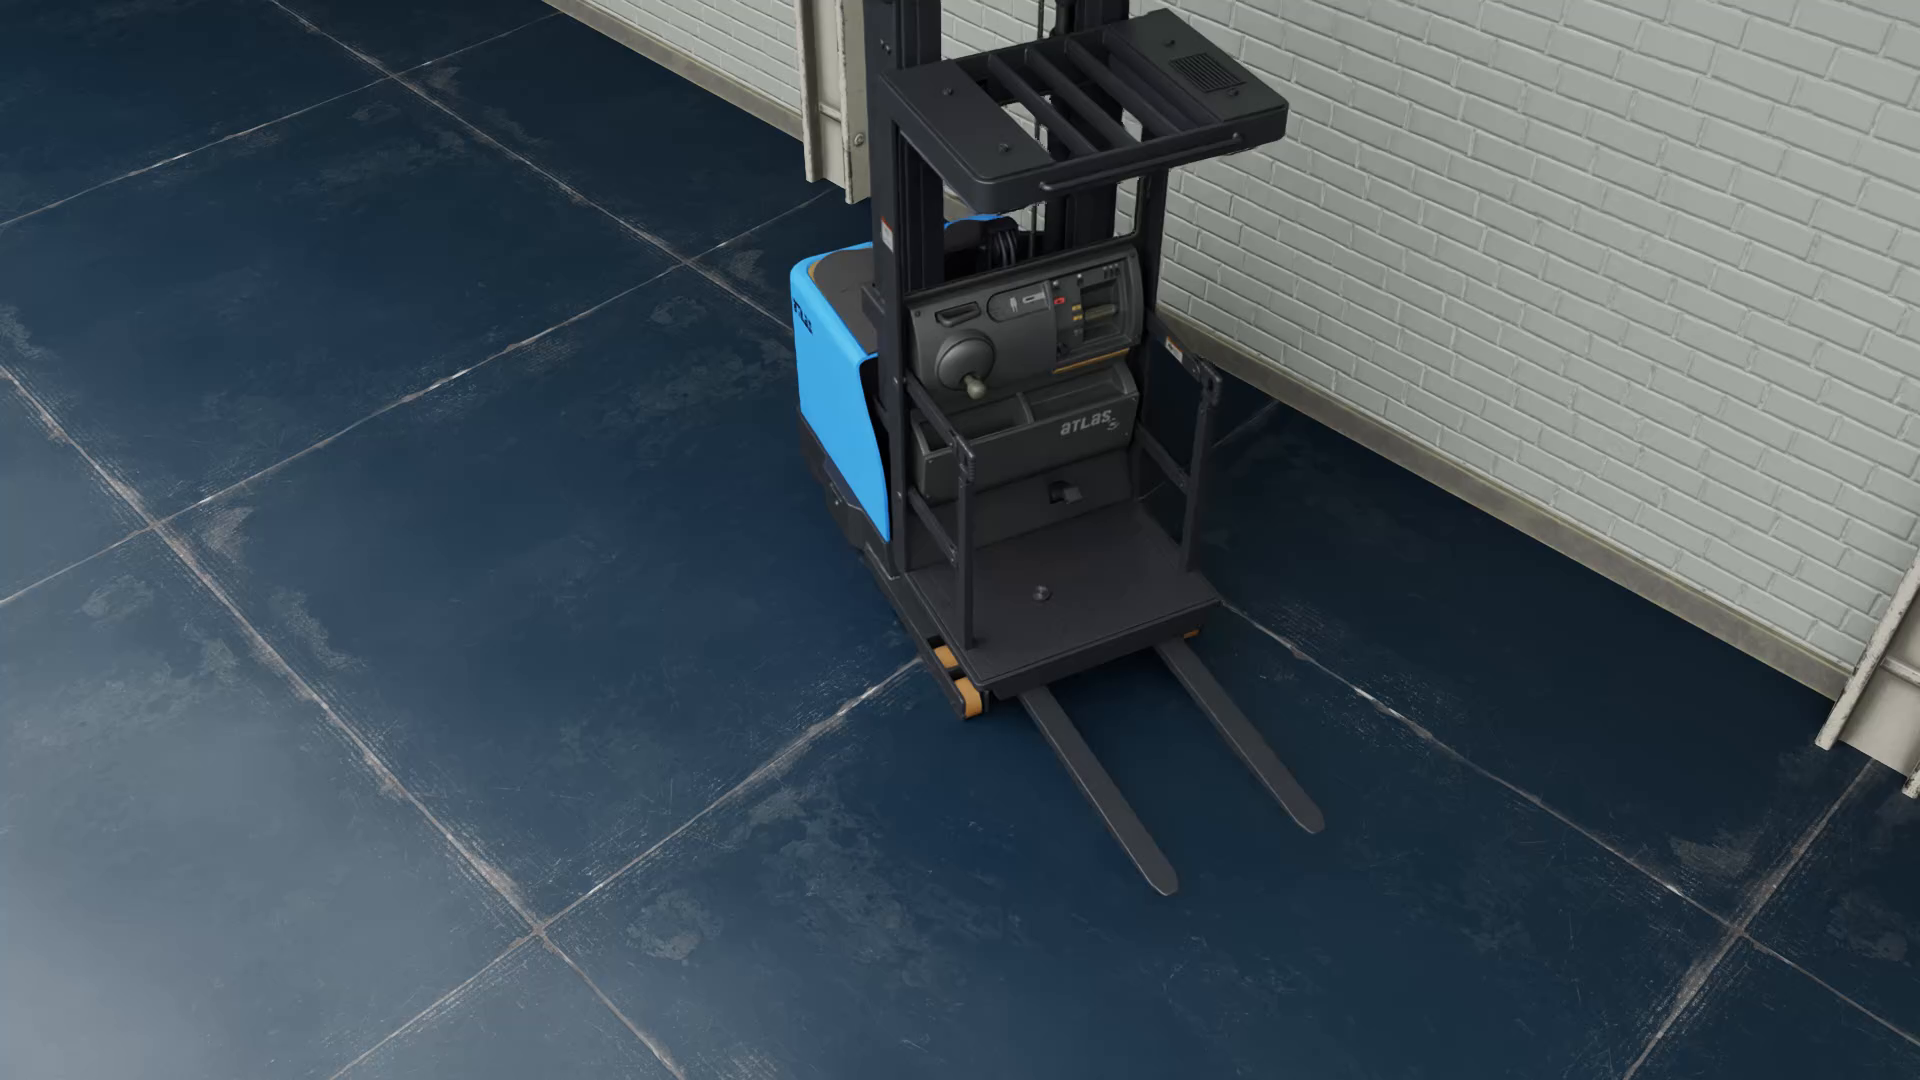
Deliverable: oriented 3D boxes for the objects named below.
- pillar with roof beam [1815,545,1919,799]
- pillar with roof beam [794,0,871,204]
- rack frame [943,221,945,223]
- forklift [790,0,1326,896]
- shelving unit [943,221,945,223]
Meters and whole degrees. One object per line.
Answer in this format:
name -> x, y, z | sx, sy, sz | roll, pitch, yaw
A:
pillar with roof beam -> 0.543, -0.426, 1.198 | 9.100, 9.000, 0.400 | -34, 53, -31
pillar with roof beam -> -3.694, -3.309, 4.318 | 9.100, 9.000, 0.400 | -34, 53, -31
rack frame -> 0.019, -1.159, 7.958 | 0.240, 0.900, 0.006 | -17, 45, -17
forklift -> 0.351, -0.713, 5.979 | 1.130, 2.935, 3.031 | -18, 46, -19
shelving unit -> 0.060, -1.096, 7.890 | 0.258, 0.900, 0.210 | -17, 45, -17
